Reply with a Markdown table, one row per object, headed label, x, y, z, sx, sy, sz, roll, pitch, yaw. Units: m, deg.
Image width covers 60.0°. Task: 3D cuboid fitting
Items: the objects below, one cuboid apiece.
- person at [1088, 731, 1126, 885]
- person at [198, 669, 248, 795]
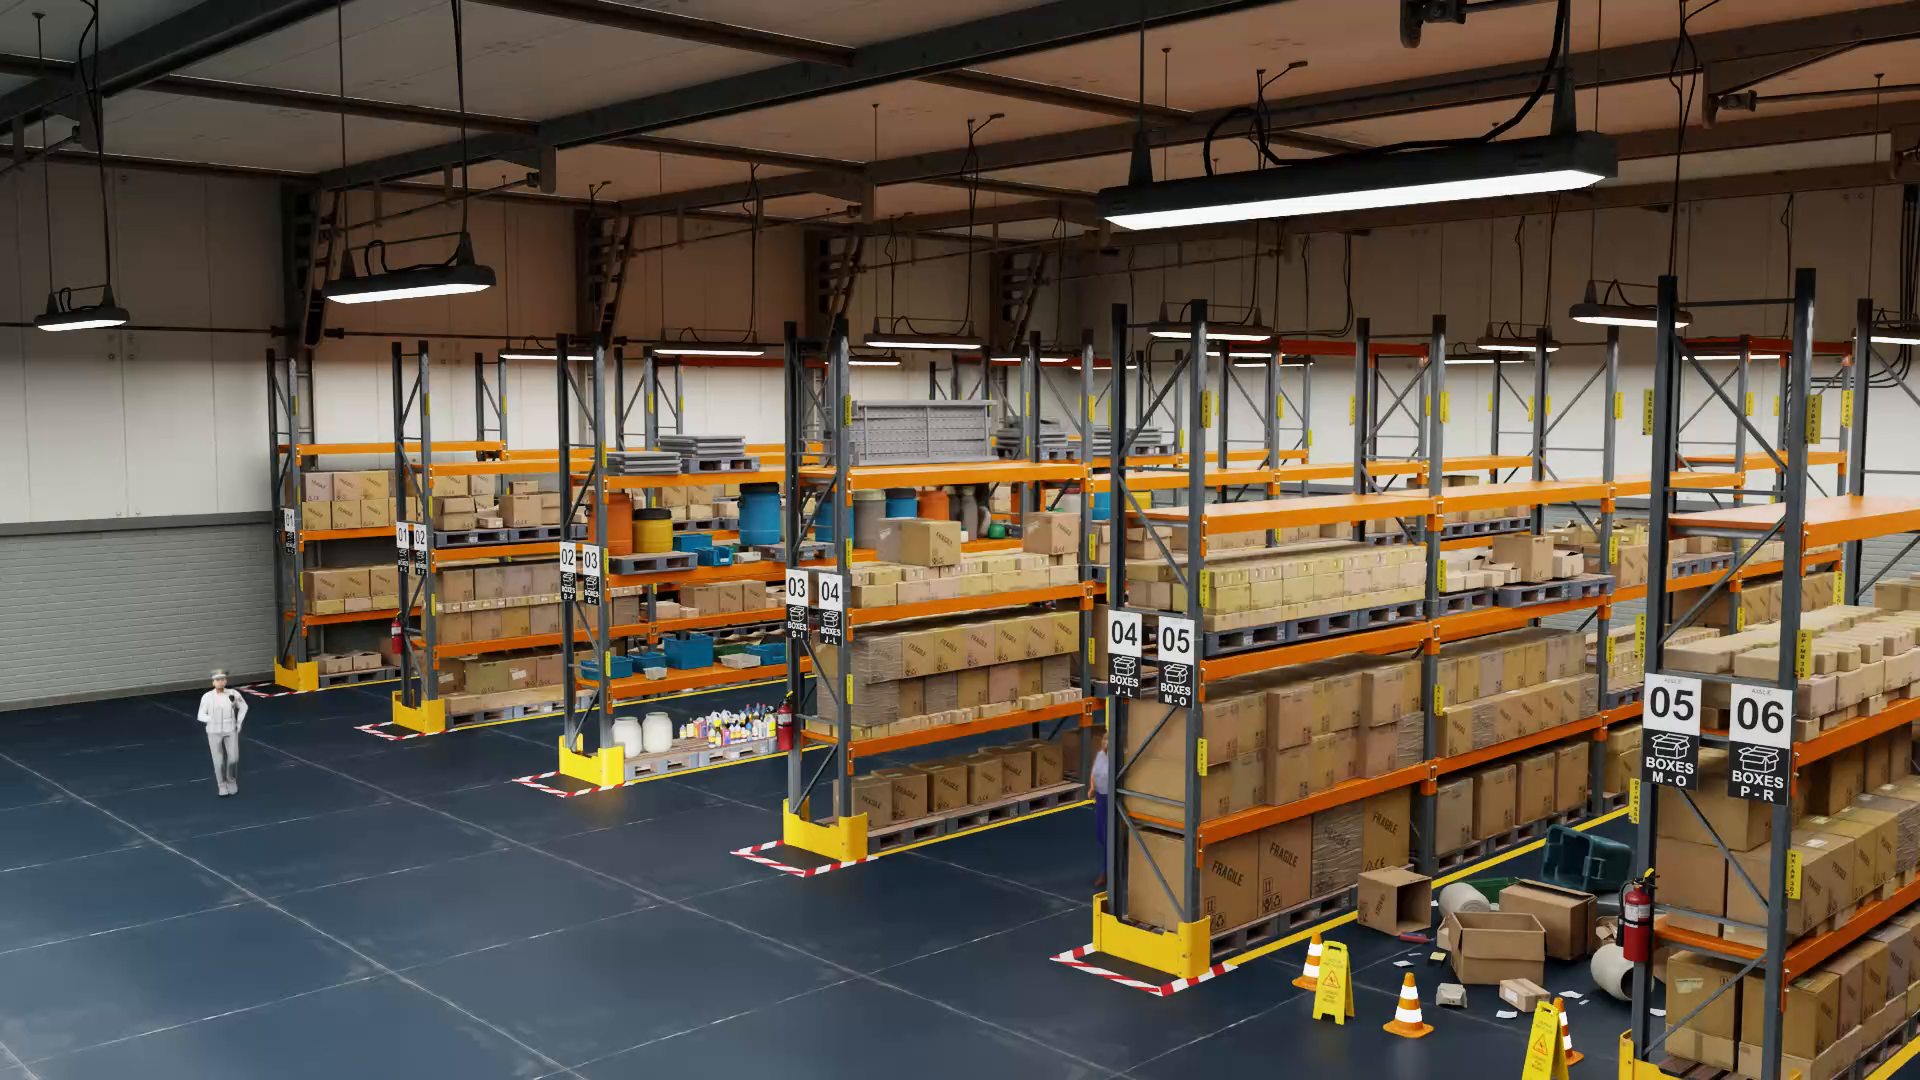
| label | x | y | z | sx | sy | sz | roll | pitch | yaw |
| --- | --- | --- | --- | --- | --- | --- | --- | --- | --- |
| person | 1.668 | 2.832 | 17.832 | 0.590 | 1.640 | 0.753 | 4 | 7 | 41 |
| person | -9.448 | 2.479 | 21.348 | 0.600 | 1.653 | 0.574 | -2 | 5 | -25 |
